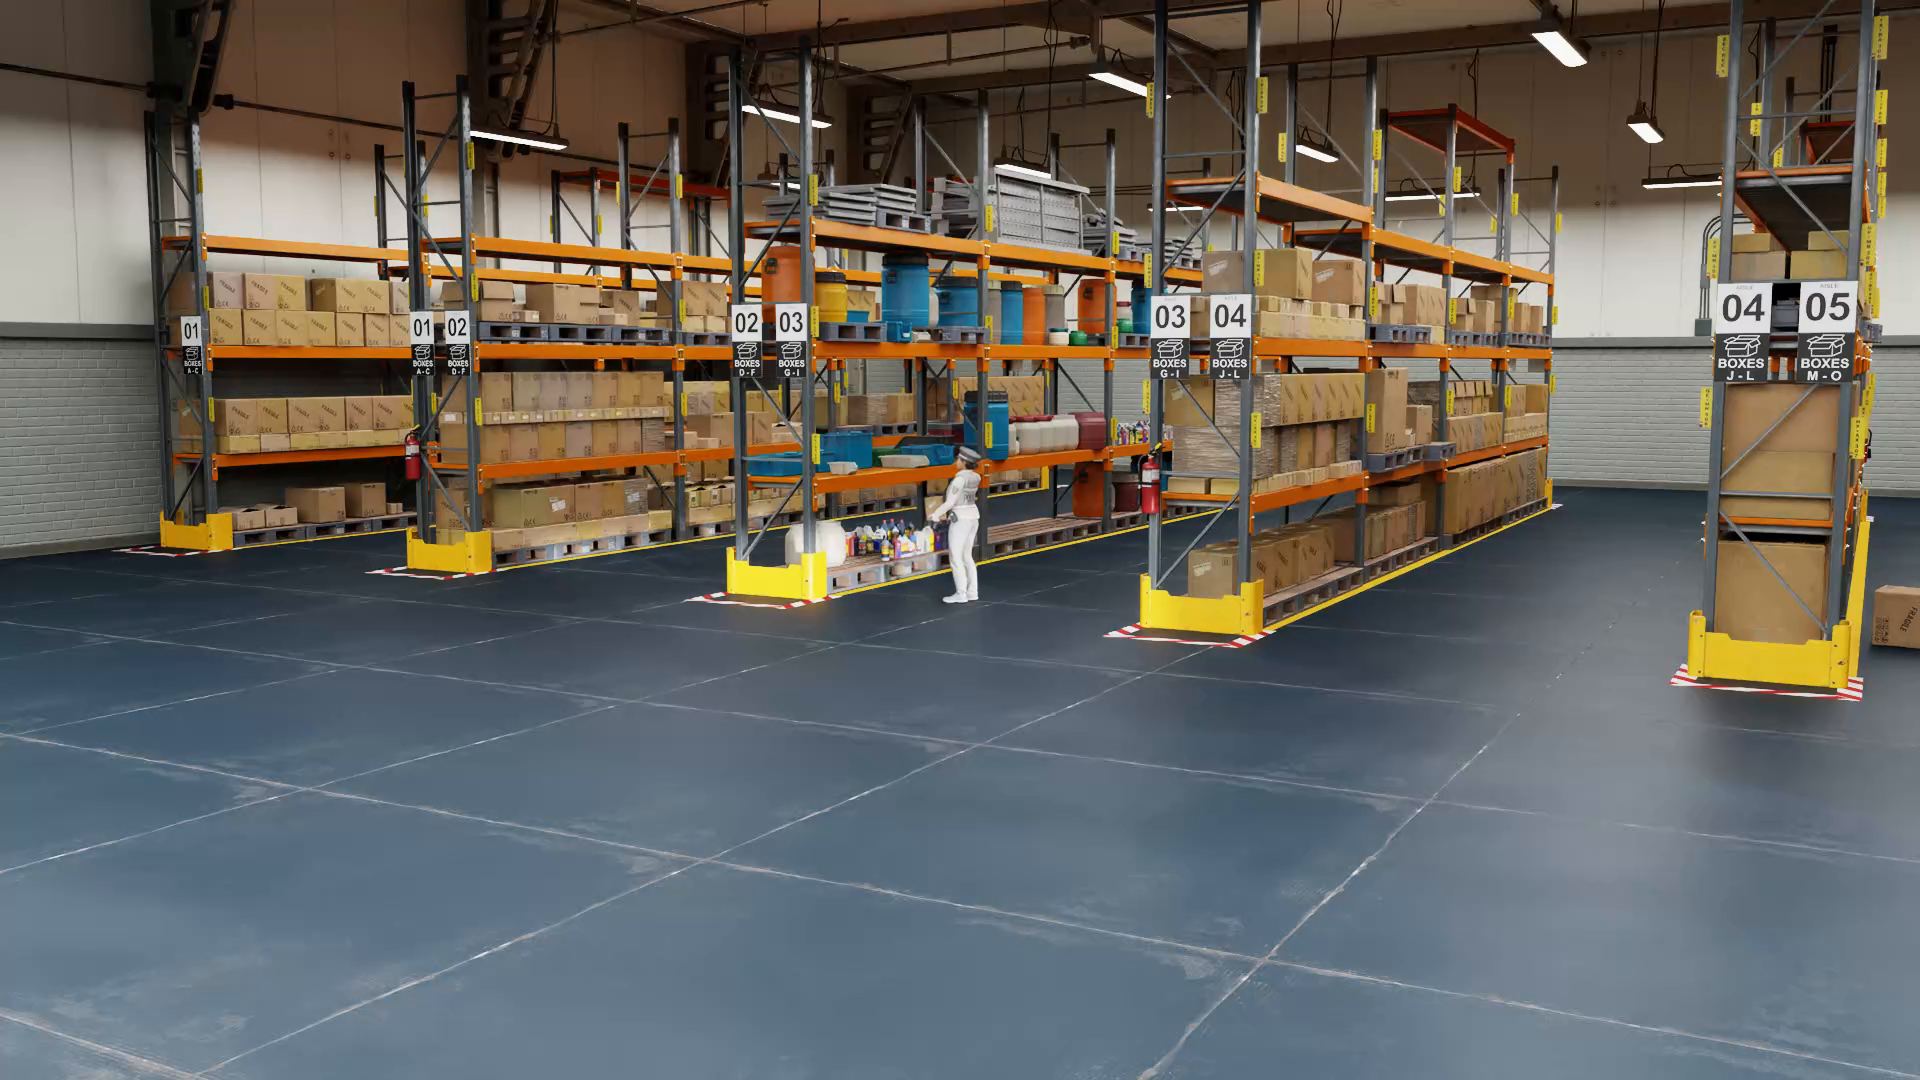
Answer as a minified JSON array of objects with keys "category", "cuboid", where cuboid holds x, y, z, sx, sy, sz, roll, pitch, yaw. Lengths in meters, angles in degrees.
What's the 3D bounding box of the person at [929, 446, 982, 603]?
[{"category":"person","cuboid":[-0.031,-0.178,17.922,0.564,1.686,0.460,3,7,29]}]
